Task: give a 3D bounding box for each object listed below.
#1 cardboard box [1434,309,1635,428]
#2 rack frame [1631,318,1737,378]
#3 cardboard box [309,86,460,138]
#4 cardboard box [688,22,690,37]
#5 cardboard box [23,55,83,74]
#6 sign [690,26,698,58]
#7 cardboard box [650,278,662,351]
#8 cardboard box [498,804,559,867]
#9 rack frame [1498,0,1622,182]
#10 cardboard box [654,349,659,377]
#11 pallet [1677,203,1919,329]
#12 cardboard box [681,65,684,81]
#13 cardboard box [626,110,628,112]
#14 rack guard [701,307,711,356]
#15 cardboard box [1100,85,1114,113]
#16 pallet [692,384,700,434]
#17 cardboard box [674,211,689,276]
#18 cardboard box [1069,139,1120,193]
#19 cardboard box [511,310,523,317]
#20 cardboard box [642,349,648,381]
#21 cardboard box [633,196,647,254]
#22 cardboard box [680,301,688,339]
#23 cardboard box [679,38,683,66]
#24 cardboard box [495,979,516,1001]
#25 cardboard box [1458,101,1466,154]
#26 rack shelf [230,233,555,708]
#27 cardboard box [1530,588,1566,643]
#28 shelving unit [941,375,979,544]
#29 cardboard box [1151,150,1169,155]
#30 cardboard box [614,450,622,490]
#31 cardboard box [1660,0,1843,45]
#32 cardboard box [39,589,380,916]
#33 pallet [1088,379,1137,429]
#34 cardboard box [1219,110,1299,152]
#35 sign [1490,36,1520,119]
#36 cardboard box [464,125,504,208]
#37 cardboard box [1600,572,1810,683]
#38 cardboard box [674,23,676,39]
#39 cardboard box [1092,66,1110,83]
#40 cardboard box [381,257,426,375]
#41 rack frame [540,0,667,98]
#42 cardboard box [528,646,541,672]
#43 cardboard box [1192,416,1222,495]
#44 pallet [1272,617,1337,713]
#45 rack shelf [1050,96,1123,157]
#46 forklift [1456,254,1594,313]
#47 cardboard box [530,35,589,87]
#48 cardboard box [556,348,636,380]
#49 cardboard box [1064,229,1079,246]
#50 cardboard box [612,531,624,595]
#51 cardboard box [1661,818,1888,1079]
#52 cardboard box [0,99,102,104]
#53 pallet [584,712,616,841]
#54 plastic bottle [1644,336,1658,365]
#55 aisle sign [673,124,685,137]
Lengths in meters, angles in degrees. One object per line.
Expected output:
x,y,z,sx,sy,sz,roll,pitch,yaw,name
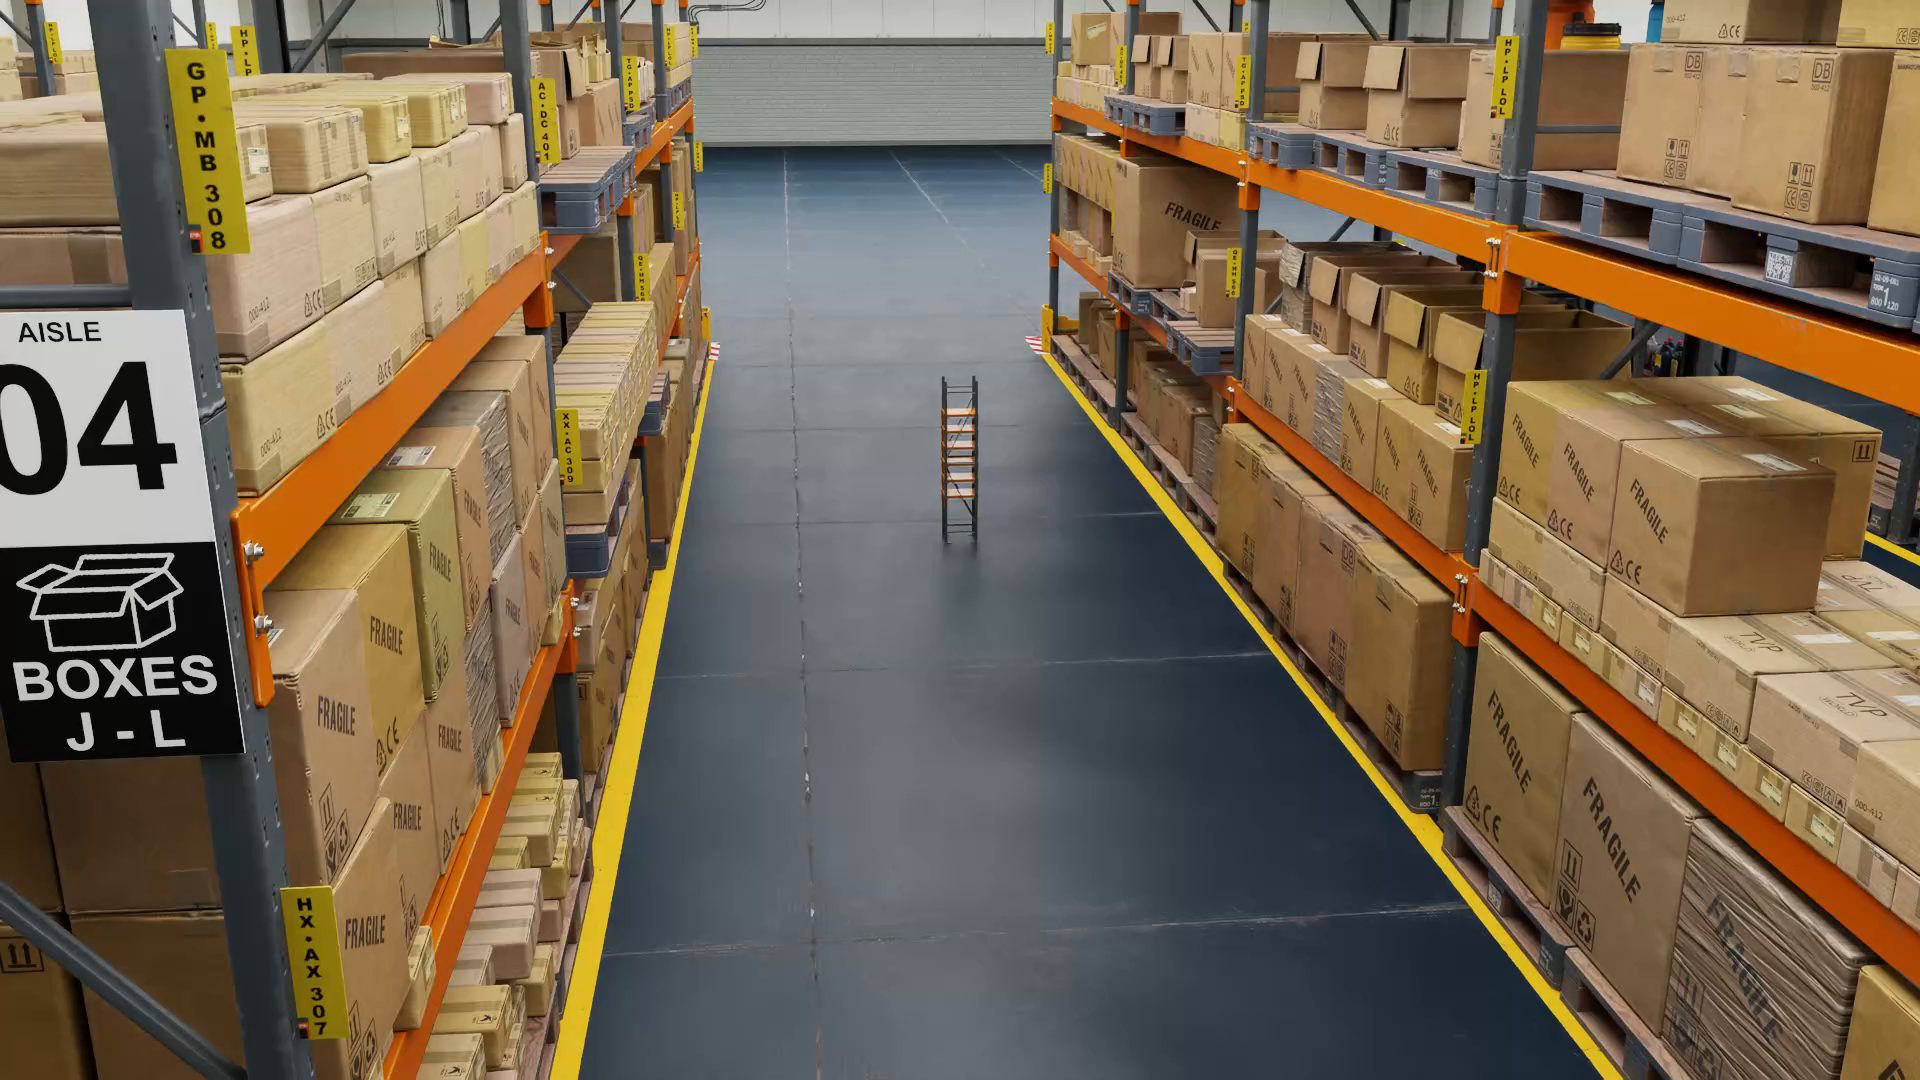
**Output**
2.691,-0.796,7.863,0.797,0.503,0.637,-2,18,-7,cardboard box
6.866,-2.616,15.502,1.000,3.000,0.127,-2,18,-6,rack frame
-1.716,-1.275,4.974,0.380,0.149,0.250,-2,18,-6,cardboard box
-3.045,-5.382,17.523,0.380,0.149,0.250,-2,18,-5,cardboard box
-7.681,-4.029,14.083,0.380,0.149,0.250,-1,17,-4,cardboard box
-2.876,-5.360,17.889,0.100,0.325,0.005,-2,18,-6,sign
-2.476,-1.640,12.225,0.500,0.500,0.500,-2,18,-6,cardboard box
-1.785,1.166,6.519,0.380,0.149,0.250,-2,18,-6,cardboard box
2.765,-2.942,6.524,1.000,3.000,0.127,-2,18,-6,rack frame
-2.084,-1.096,10.378,0.380,0.149,0.250,-1,17,-5,cardboard box
2.961,-0.862,5.054,1.003,0.211,1.213,-2,18,-6,pallet
-2.889,-4.548,16.199,0.380,0.149,0.250,-2,17,-5,cardboard box
-2.448,-3.007,11.021,0.500,0.311,0.500,-2,18,-6,cardboard box
-3.419,-2.346,18.816,1.175,0.500,0.348,-2,18,-6,rack guard
1.589,-4.106,15.492,0.500,0.250,0.500,-1,17,-4,cardboard box
-3.005,-1.238,15.770,1.003,0.211,1.213,-2,18,-6,pallet
-3.072,-2.849,15.993,0.875,0.550,0.550,-2,18,-6,cardboard box
1.410,-3.851,17.103,0.500,0.500,0.500,-2,18,-6,cardboard box
-2.706,-1.289,10.000,0.380,0.149,0.250,-2,18,-7,cardboard box
-2.004,-1.005,9.593,0.380,0.149,0.250,-2,18,-6,cardboard box
-2.840,-2.413,13.020,0.700,0.500,0.500,-2,18,-5,cardboard box
-3.000,-1.716,15.482,0.875,0.875,0.875,-2,17,-5,cardboard box
-2.935,-4.695,16.003,0.500,0.250,0.500,-2,18,-5,cardboard box
-1.763,1.538,5.831,0.380,0.149,0.250,-3,18,-8,cardboard box
2.741,-1.998,7.974,0.500,0.311,0.500,-2,18,-8,cardboard box
-1.973,-0.448,4.791,1.077,0.370,4.000,-2,18,-6,rack shelf
2.519,0.295,6.648,0.380,0.149,0.250,-1,17,-4,cardboard box
-0.001,-0.577,12.011,0.258,1.200,0.189,-2,18,-6,shelving unit
2.093,-3.421,15.732,0.500,0.500,0.500,-2,18,-6,cardboard box
-1.819,-0.326,7.925,0.380,0.149,0.250,-2,18,-5,cardboard box
2.855,-1.884,5.875,0.500,0.250,0.500,-3,18,-9,cardboard box
-1.549,0.427,3.477,0.500,0.500,0.500,-2,18,-6,cardboard box
1.835,-1.332,16.066,1.003,0.211,1.213,-2,18,-6,pallet
2.059,-2.765,11.219,0.500,0.250,0.500,-2,18,-6,cardboard box
2.226,-1.888,6.786,0.100,0.325,0.005,-2,18,-6,sign
-1.837,-1.269,5.621,0.500,0.250,0.500,-3,18,-8,cardboard box
2.658,0.301,5.966,0.500,0.250,0.500,-1,17,-4,cardboard box
-2.784,-4.626,15.116,0.380,0.149,0.250,-2,18,-7,cardboard box
1.478,-4.493,16.058,0.380,0.149,0.250,-1,17,-3,cardboard box
-1.675,-0.576,4.247,0.500,0.250,0.500,-2,18,-7,cardboard box
-3.004,-5.202,13.724,1.000,3.000,0.127,-2,18,-6,rack frame
-1.814,0.396,6.327,0.380,0.149,0.250,-1,17,-3,cardboard box
2.193,-0.652,12.686,0.700,0.500,0.500,-3,18,-10,cardboard box
2.481,0.659,9.726,1.003,0.211,1.213,-2,18,-6,pallet
1.733,-4.147,16.571,1.077,0.370,4.000,-2,18,-6,rack shelf
4.516,-1.766,12.910,1.130,2.935,3.031,-2,18,-8,forklift
-2.139,-2.497,8.671,0.396,0.266,0.258,-2,18,-6,cardboard box
-1.928,-0.918,8.818,0.380,0.149,0.250,-1,17,-4,cardboard box
1.337,-3.293,18.077,0.380,0.149,0.250,-2,18,-6,cardboard box
-2.098,0.139,8.947,0.500,0.250,0.500,-1,17,-4,cardboard box
2.938,1.466,5.345,0.875,0.875,0.875,-2,18,-6,cardboard box
-2.194,-1.026,4.178,0.380,0.149,0.250,-1,17,-4,cardboard box
-2.261,1.142,8.187,1.003,0.211,1.213,-2,18,-6,pallet
7.132,-1.998,17.222,0.144,0.351,0.185,-2,18,-6,plastic bottle
-3.126,-4.802,18.126,0.394,0.787,0.004,-2,18,-6,aisle sign
